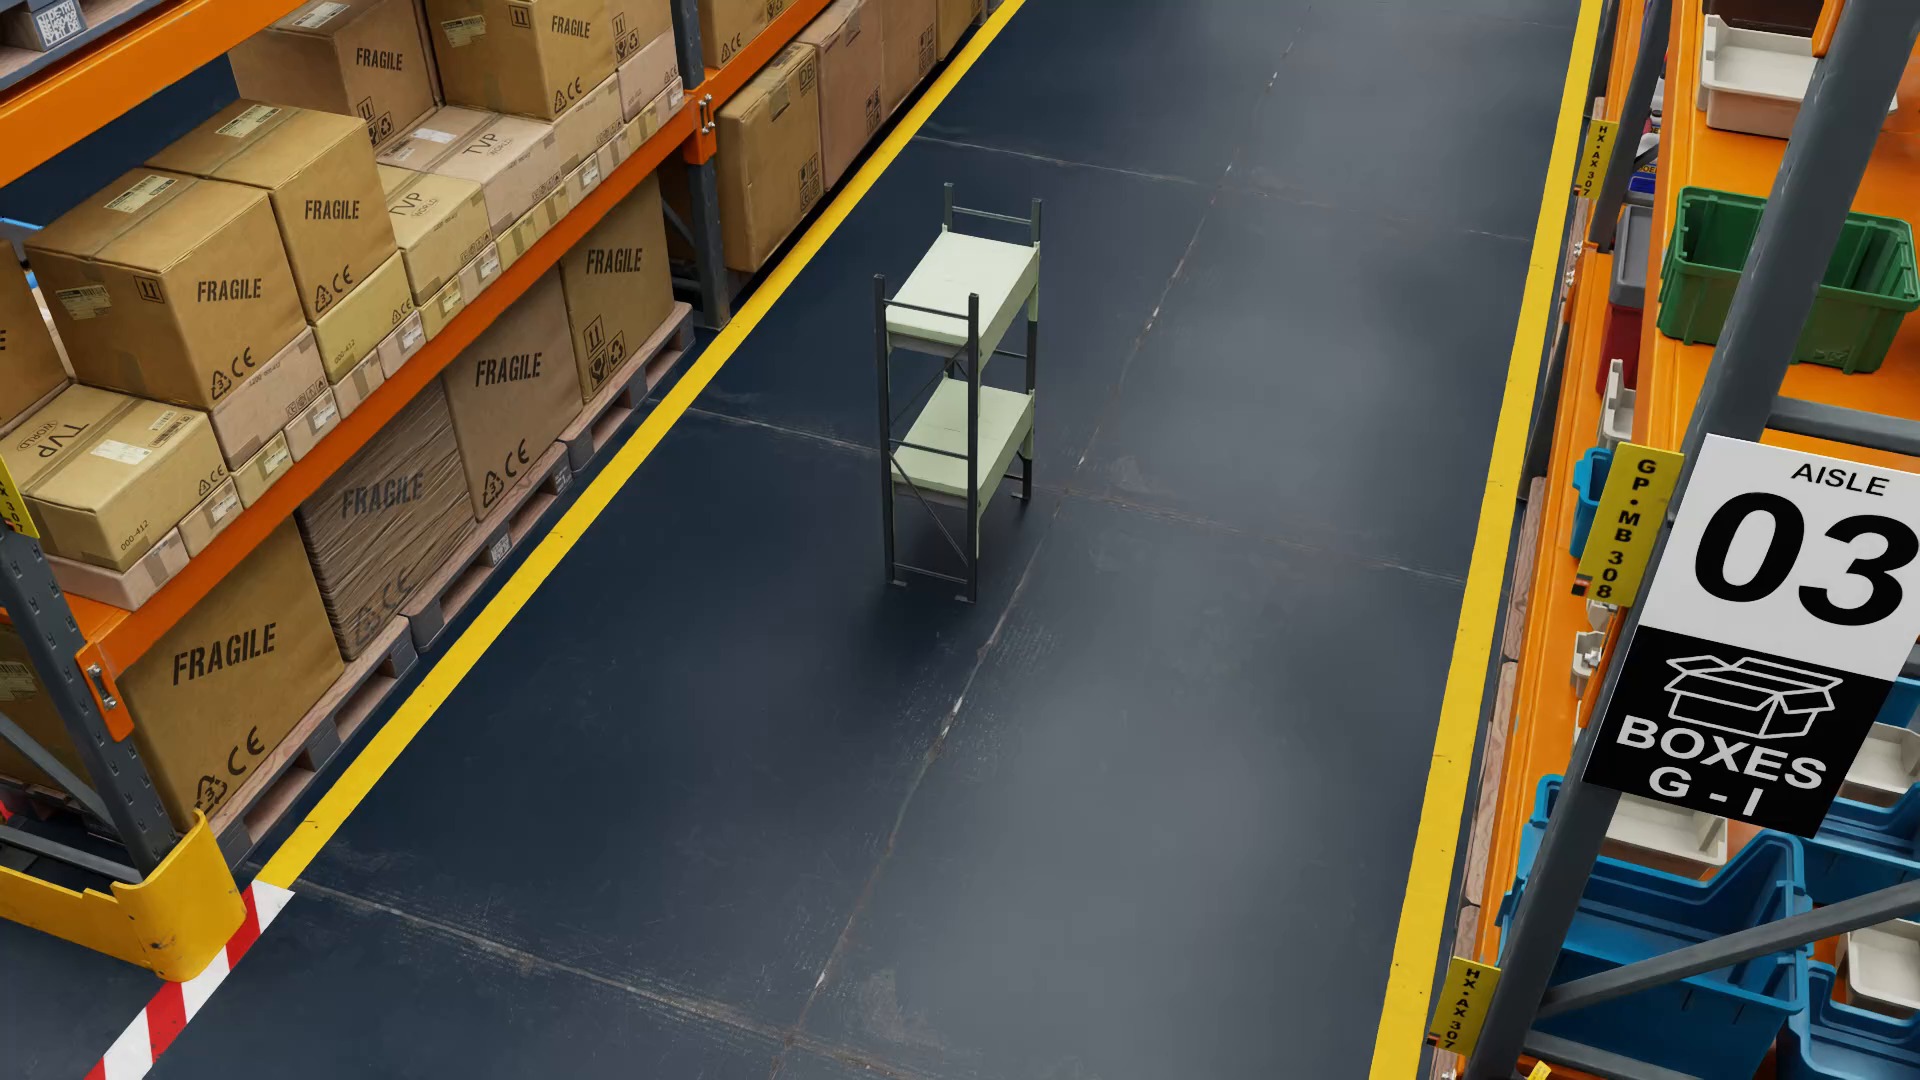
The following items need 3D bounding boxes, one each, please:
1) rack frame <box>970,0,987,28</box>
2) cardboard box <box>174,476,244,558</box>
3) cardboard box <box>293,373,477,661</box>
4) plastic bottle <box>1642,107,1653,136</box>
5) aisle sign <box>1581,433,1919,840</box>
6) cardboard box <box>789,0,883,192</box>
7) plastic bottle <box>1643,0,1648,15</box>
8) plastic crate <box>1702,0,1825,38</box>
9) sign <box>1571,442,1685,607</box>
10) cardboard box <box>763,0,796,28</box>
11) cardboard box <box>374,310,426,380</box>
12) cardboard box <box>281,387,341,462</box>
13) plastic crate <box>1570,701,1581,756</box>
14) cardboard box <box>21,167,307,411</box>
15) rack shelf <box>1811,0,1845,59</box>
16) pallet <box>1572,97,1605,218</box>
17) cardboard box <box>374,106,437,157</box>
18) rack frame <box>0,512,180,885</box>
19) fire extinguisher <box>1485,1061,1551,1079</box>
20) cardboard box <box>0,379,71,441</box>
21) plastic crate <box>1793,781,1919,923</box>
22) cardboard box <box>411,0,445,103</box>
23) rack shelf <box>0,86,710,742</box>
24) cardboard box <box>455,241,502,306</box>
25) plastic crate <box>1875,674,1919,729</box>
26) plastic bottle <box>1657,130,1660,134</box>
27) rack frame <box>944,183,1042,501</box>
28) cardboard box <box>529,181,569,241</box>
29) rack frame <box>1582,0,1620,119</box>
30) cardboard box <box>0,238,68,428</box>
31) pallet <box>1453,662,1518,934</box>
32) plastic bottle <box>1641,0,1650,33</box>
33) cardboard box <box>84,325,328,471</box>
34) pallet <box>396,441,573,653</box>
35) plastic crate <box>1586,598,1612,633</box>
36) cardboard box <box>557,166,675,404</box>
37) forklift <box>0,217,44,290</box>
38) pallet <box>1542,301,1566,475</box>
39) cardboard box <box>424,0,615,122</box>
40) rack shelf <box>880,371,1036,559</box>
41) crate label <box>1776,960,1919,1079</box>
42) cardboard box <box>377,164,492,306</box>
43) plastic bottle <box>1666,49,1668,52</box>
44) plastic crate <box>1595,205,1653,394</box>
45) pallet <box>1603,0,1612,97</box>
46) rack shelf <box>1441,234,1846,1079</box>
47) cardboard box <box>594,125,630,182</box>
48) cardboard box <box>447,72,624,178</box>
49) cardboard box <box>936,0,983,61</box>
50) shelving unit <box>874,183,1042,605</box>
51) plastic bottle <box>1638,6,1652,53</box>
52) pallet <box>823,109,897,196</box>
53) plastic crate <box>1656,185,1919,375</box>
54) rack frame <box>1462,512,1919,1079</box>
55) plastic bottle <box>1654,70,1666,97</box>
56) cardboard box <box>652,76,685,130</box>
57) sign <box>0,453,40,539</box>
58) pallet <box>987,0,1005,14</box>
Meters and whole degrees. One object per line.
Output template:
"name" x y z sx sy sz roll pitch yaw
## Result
"rack frame" -0.303 -4.786 10.548 1.000 3.000 0.127 13 42 15
"cardboard box" -2.521 -0.111 5.263 0.380 0.149 0.250 13 42 14
"cardboard box" -2.584 -0.221 6.512 0.875 0.875 0.875 13 42 15
"plastic bottle" 2.851 -1.666 6.981 0.061 0.283 0.133 13 42 15
"aisle sign" 1.316 0.183 2.722 0.394 0.787 0.004 13 42 15
"cardboard box" -1.166 -2.638 9.344 1.225 0.875 0.875 12 42 14
"plastic bottle" 3.462 -2.755 8.258 0.061 0.283 0.133 13 42 15
"plastic crate" 2.301 -1.641 4.653 0.497 0.269 0.590 13 42 15
"sign" 1.093 -0.021 2.733 0.100 0.325 0.005 13 42 15
"cardboard box" -1.107 -2.916 8.280 0.500 0.500 0.500 13 42 15
"cardboard box" -2.170 -0.739 5.999 0.380 0.149 0.250 13 42 15
"cardboard box" -2.345 -0.427 5.632 0.380 0.149 0.250 13 42 14
"plastic crate" 1.837 0.559 4.440 0.396 0.136 0.243 13 42 15
"cardboard box" -2.450 -0.786 5.168 0.500 0.500 0.500 12 42 14
"rack shelf" 2.300 -1.883 3.387 1.077 0.370 4.000 13 42 15
"pallet" 4.121 -2.136 9.591 1.003 0.211 1.213 13 42 15
"cardboard box" -2.424 -1.554 6.647 0.500 0.250 0.500 14 43 16
"rack frame" -3.038 0.094 4.829 1.000 3.000 0.127 13 42 15
"fire extinguisher" 1.137 1.355 3.697 0.296 0.674 0.183 13 42 15
"cardboard box" -3.122 -0.317 5.197 0.500 0.250 0.500 13 42 14
"plastic crate" 2.235 0.755 4.137 0.416 0.233 0.300 13 42 15
"cardboard box" -2.250 -2.154 6.772 0.500 0.500 0.500 13 42 15
"rack shelf" -2.355 -0.853 6.493 1.077 0.370 4.000 13 42 15
"cardboard box" -1.994 -1.053 6.367 0.380 0.149 0.250 14 42 16
"plastic crate" 2.460 0.353 4.608 0.416 0.233 0.300 13 42 15
"plastic bottle" 2.931 -1.628 7.000 0.097 0.201 0.097 0 40 0
"rack frame" 0.127 -0.798 7.030 0.400 1.500 0.023 13 42 15
"cardboard box" -1.819 -1.364 6.731 0.380 0.149 0.250 14 42 16
"rack frame" 4.352 -3.687 9.260 1.000 3.000 0.127 13 42 15
"cardboard box" -3.119 -0.603 4.955 0.500 0.500 0.500 14 42 16
"pallet" 2.353 1.018 5.895 1.003 0.211 1.213 13 42 15
"plastic bottle" 3.426 -2.601 8.084 0.152 0.276 0.135 13 42 15
"cardboard box" -2.449 -0.514 5.428 0.500 0.250 0.500 13 42 15
"pallet" -2.420 -0.092 7.196 1.003 0.211 1.213 13 42 15
"plastic crate" 1.993 0.199 4.862 0.298 0.136 0.250 13 42 15
"cardboard box" -1.971 -1.313 7.791 0.875 0.875 0.875 13 42 15
"forklift" -5.258 -1.653 6.929 3.031 2.935 1.130 15 43 16
"pallet" 3.287 -0.647 7.846 1.003 0.211 1.213 13 42 15
"cardboard box" -1.752 -2.043 6.642 0.500 0.500 0.500 14 42 16
"rack shelf" 0.002 -0.327 6.980 0.431 0.370 0.720 13 42 15
"crate label" 2.010 1.156 3.667 0.416 0.233 0.303 13 42 15
"cardboard box" -2.100 -1.139 6.160 0.500 0.250 0.500 12 42 14
"plastic bottle" 3.112 -2.042 7.428 0.152 0.276 0.135 13 42 15
"plastic crate" 2.443 -0.805 5.787 0.402 0.464 0.583 13 42 15
"pallet" 4.653 -3.090 10.709 1.003 0.211 1.213 13 42 15
"rack shelf" 2.300 0.247 5.204 1.077 0.370 4.000 13 42 15
"cardboard box" -1.643 -1.678 7.100 0.380 0.149 0.250 13 42 14
"cardboard box" -1.750 -1.759 6.887 0.500 0.250 0.500 15 43 16
"cardboard box" -0.558 -3.721 10.614 1.225 0.875 0.875 11 42 13
"shelving unit" 0.002 -0.575 6.768 0.431 1.500 0.755 13 42 15
"plastic bottle" 3.274 -2.420 7.865 0.061 0.283 0.133 13 42 15
"pallet" -1.062 -2.519 10.040 1.003 0.211 1.213 13 42 15
"plastic crate" 1.685 -0.533 3.415 0.450 0.188 0.336 13 42 15
"rack frame" 1.616 1.193 3.541 1.000 3.000 0.127 13 42 15
"plastic bottle" 2.991 -1.861 7.159 0.144 0.351 0.185 13 42 15
"cardboard box" -1.467 -1.992 7.467 0.380 0.149 0.250 14 42 15
"sign" -2.519 -0.139 4.374 0.100 0.325 0.005 13 42 15
"pallet" -0.034 -4.201 12.012 1.003 0.211 1.213 13 42 15
